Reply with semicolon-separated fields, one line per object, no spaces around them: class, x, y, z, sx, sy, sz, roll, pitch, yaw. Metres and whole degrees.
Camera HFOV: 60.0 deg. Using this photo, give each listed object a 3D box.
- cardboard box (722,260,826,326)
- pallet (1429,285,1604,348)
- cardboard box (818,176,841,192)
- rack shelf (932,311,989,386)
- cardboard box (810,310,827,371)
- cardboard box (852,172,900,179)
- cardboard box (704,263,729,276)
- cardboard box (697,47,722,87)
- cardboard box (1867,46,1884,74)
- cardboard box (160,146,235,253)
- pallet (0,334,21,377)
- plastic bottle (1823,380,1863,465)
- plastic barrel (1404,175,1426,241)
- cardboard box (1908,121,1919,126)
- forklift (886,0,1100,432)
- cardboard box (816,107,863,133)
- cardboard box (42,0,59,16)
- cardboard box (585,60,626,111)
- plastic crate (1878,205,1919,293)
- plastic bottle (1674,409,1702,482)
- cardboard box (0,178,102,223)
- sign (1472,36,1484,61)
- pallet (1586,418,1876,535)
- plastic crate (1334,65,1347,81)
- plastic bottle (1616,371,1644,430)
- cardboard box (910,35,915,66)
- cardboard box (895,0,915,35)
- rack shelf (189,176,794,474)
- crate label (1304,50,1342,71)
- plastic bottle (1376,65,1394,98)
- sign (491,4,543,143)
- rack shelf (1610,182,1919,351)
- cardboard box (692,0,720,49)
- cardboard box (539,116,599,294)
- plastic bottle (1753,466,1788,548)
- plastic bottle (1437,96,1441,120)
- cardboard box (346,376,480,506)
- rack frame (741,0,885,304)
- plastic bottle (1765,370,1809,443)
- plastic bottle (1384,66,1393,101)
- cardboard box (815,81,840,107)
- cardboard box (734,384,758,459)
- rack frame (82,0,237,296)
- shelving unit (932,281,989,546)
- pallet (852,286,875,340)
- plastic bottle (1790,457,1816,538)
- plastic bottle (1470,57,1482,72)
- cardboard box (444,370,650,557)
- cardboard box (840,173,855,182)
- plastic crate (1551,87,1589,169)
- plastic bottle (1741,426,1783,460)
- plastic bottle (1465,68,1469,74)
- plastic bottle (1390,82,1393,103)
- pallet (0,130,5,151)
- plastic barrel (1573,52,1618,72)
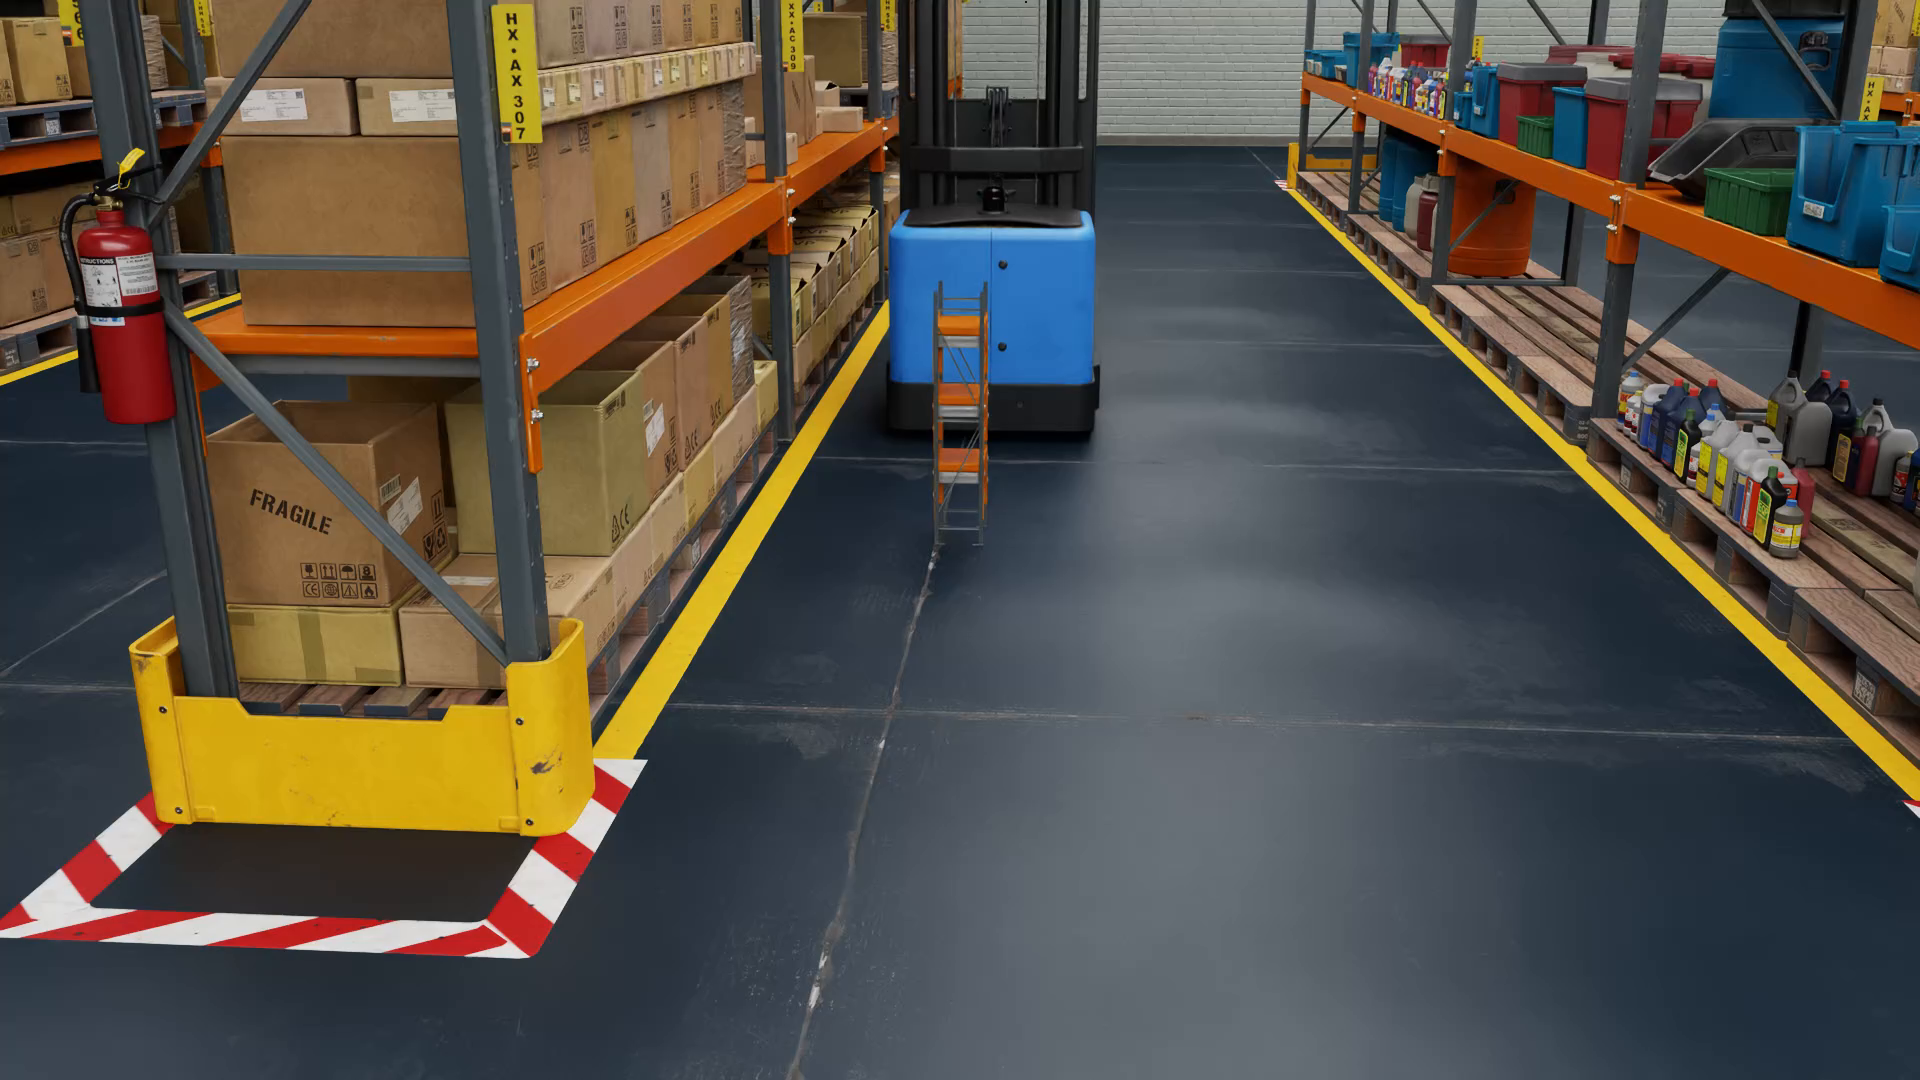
cardboard box;-1.025;-1.379;9.154;0.500;0.311;0.500;1;18;3
pallet;3.789;-1.507;11.183;1.003;0.211;1.213;1;18;4
cardboard box;-1.225;-2.874;12.982;0.500;0.250;0.500;2;18;6
rack shelf;0.004;-0.775;6.725;0.215;0.259;0.240;1;18;4
cardboard box;-1.030;-1.113;9.243;0.500;0.250;0.500;2;18;5
cardboard box;-0.635;-2.820;14.021;0.500;0.500;0.500;1;18;2
cardboard box;-1.570;-1.395;9.202;0.500;0.311;0.500;2;18;5
cardboard box;-1.204;-1.968;6.910;0.380;0.149;0.250;1;18;4
cardboard box;8.914;-4.577;15.838;0.500;0.250;0.500;2;18;6
cardboard box;-5.815;-2.696;13.113;0.750;0.750;0.750;1;18;3
pallet;-6.231;-0.967;9.536;1.003;0.211;1.213;1;18;4
plastic bottle;3.824;-0.514;7.221;0.144;0.351;0.185;0;18;1
plastic barrel;3.933;-2.770;13.879;0.421;0.512;0.421;0;18;0
cardboard box;9.084;-3.194;14.592;1.225;0.875;0.875;1;18;4
forklift;0.219;-2.345;9.372;1.130;2.935;3.031;1;18;2
cardboard box;-0.846;-2.779;10.989;0.380;0.149;0.250;1;18;4
cardboard box;-6.002;-3.650;11.335;0.380;0.149;0.250;-2;18;-5
cardboard box;-1.316;-1.492;5.458;0.380;0.149;0.250;1;18;2
plastic crate;3.099;-0.880;5.031;0.499;0.251;0.408;1;18;4
plastic bottle;3.057;-0.397;6.974;0.061;0.283;0.133;2;18;6
cardboard box;-6.102;-2.270;11.137;0.500;0.250;0.500;2;18;5
sign;4.718;-4.433;15.189;0.100;0.325;0.005;1;18;4
pallet;3.506;-0.297;7.490;1.003;0.211;1.213;1;18;4
plastic crate;3.995;-4.765;16.975;0.293;0.136;0.466;1;18;4
plastic bottle;3.136;-0.653;7.773;0.097;0.271;0.097;0;18;0
cardboard box;-0.462;-4.626;16.062;0.500;0.500;0.500;2;18;5
cardboard box;-0.456;-5.089;15.869;0.500;0.500;0.500;2;18;5
rack shelf;-1.488;-0.978;6.246;1.077;0.370;4.000;1;18;4
crate label;4.110;-5.436;18.868;0.416;0.233;0.303;1;18;4
plastic bottle;3.730;-4.006;14.532;0.152;0.276;0.135;1;18;4
sign;-1.078;-1.134;4.048;0.100;0.325;0.005;1;18;4
rack shelf;3.453;-0.866;5.905;1.077;0.370;4.000;1;18;4
cardboard box;-1.405;-2.310;6.912;0.700;0.500;0.500;1;18;4
cardboard box;-1.552;-1.054;5.163;0.700;0.500;0.500;2;18;5
plastic bottle;2.994;-0.122;6.135;0.061;0.283;0.133;2;18;5
plastic bottle;3.513;-3.148;12.032;0.097;0.201;0.097;0;18;0
cardboard box;-1.832;-0.432;5.962;0.500;0.500;0.500;1;18;4
rack frame;-1.058;-3.184;11.821;1.000;3.000;0.127;1;18;4
plastic bottle;3.694;-0.577;7.413;0.144;0.351;0.185;1;18;4
plastic bottle;3.654;-3.878;14.130;0.061;0.283;0.133;1;18;4
cardboard box;-1.127;-3.029;11.494;0.500;0.311;0.500;2;18;7
cardboard box;-1.205;-0.530;7.465;0.500;0.250;0.500;1;18;4
rack frame;-5.999;-3.293;12.155;1.000;3.000;0.127;1;18;4
shelving unit;0.004;-0.516;6.810;0.215;1.050;0.252;1;18;4
pallet;-1.155;-1.604;11.478;1.003;0.211;1.213;1;18;4
plastic bottle;3.155;-0.161;6.253;0.061;0.283;0.133;1;18;4
plastic bottle;4.417;-3.941;14.211;0.144;0.351;0.185;1;18;4
cardboard box;-1.337;-0.265;5.452;0.500;0.500;0.500;1;18;4
cardboard box;-1.156;-2.824;14.033;0.500;0.500;0.500;1;18;2
plastic crate;3.365;-2.171;8.758;0.392;0.384;0.575;1;18;4
plastic bottle;3.230;-0.317;6.740;0.152;0.276;0.135;1;18;4
plastic bottle;4.276;-3.850;14.063;0.097;0.271;0.097;0;18;0
plastic bottle;3.654;-3.761;13.904;0.097;0.201;0.097;0;18;0
pallet;-6.086;-2.194;9.108;1.003;0.211;1.213;1;18;4
plastic barrel;4.022;-2.801;10.473;0.421;0.512;0.421;0;18;0
